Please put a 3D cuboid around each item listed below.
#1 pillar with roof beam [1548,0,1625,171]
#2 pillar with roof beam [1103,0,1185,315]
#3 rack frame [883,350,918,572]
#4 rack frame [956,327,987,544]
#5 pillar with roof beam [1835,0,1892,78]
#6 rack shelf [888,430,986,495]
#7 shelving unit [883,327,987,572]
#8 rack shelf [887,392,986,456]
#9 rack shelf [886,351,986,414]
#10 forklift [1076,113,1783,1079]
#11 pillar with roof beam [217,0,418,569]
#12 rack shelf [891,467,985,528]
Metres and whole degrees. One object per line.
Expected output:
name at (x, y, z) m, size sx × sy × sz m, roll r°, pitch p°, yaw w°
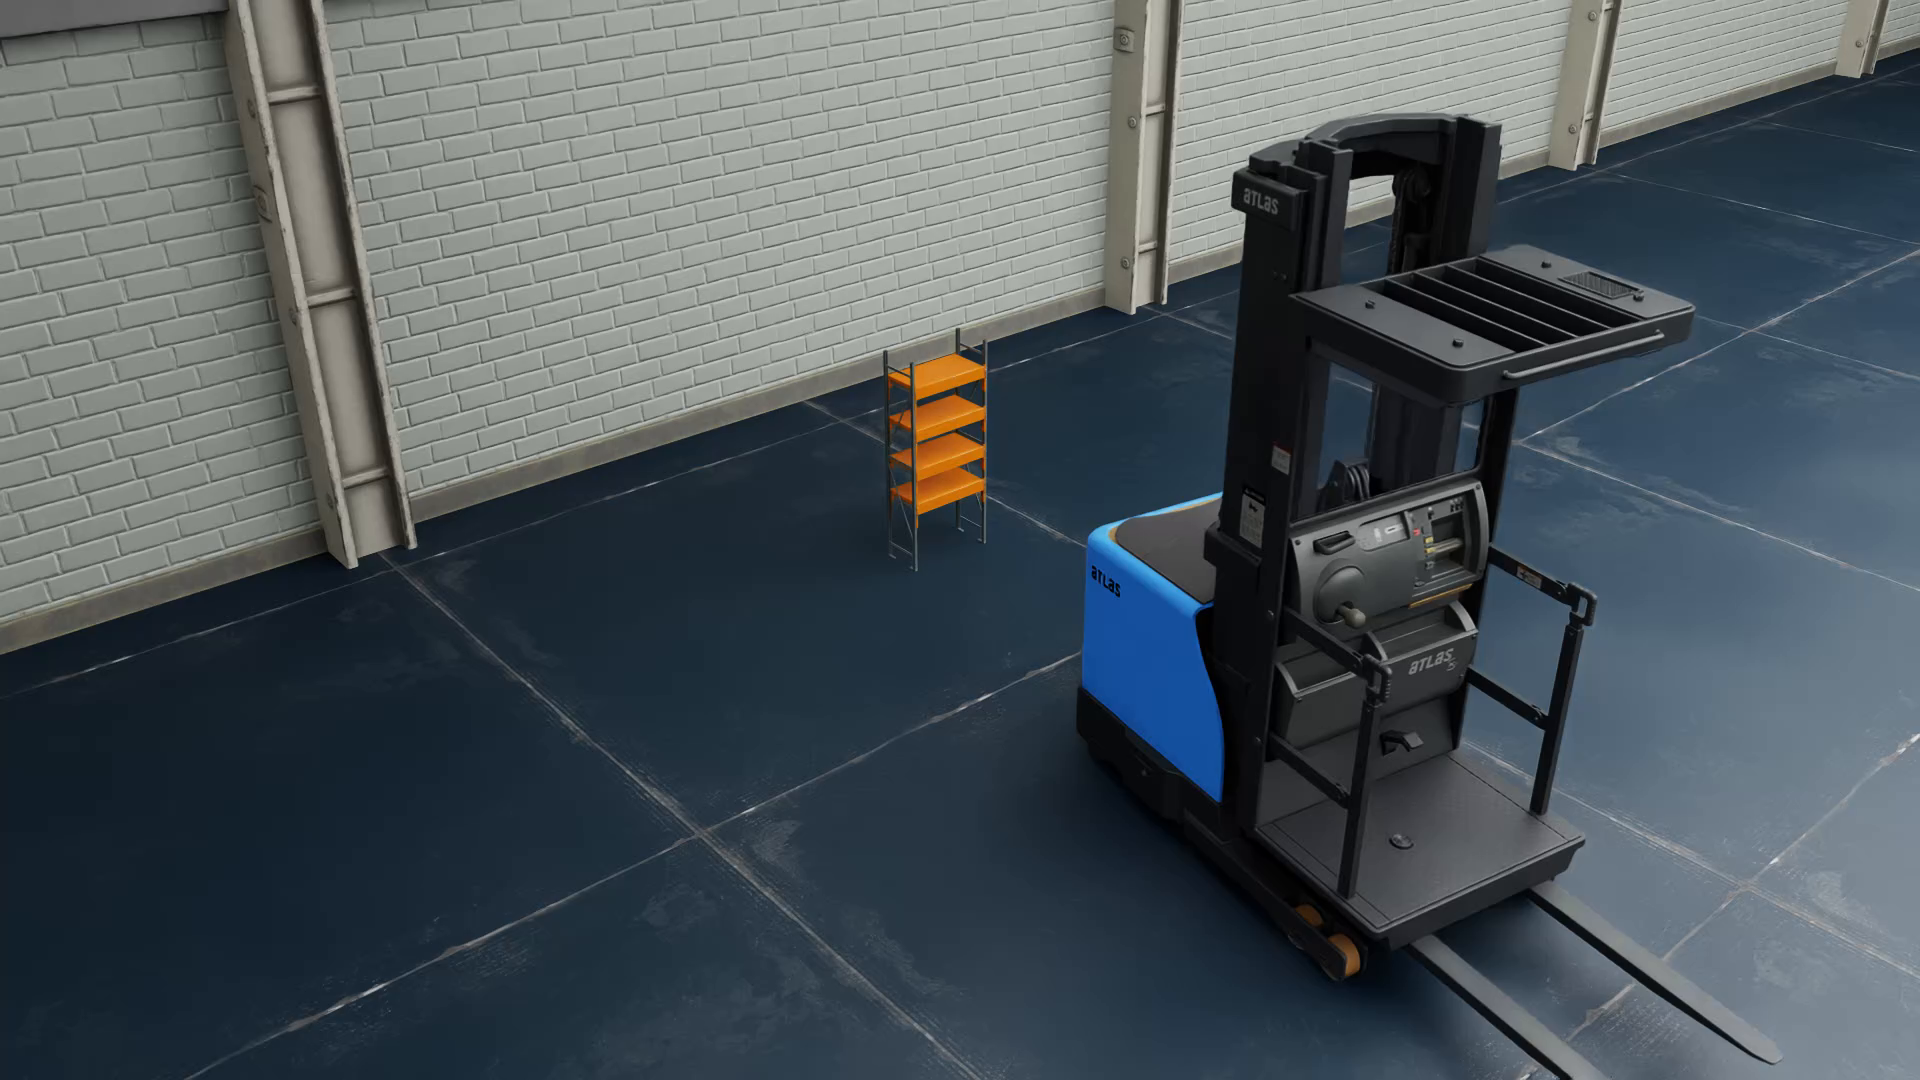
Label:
pillar with roof beam at (8.681, -6.054, 11.031) m, size 0.400 × 9.000 × 9.100 m, roll -22°, pitch 35°, yaw -35°
pillar with roof beam at (4.116, -4.219, 7.597) m, size 0.400 × 9.000 × 9.100 m, roll -22°, pitch 35°, yaw -35°
rack frame at (-0.312, -0.404, 8.733) m, size 0.015 × 1.200 × 0.240 m, roll -22°, pitch 35°, yaw -35°
rack frame at (0.060, -0.553, 9.012) m, size 0.015 × 1.200 × 0.240 m, roll -22°, pitch 35°, yaw -35°
pillar with roof beam at (13.245, -7.890, 14.466) m, size 0.400 × 9.000 × 9.100 m, roll -22°, pitch 35°, yaw -35°
rack shelf at (-0.126, -0.419, 8.904) m, size 0.480 × 0.148 × 0.258 m, roll -22°, pitch 35°, yaw -35°
shelving unit at (-0.126, -0.479, 8.872) m, size 0.503 × 1.200 × 0.258 m, roll -22°, pitch 35°, yaw -35°
rack shelf at (-0.126, -0.616, 8.799) m, size 0.480 × 0.148 × 0.258 m, roll -22°, pitch 35°, yaw -35°
rack shelf at (-0.126, -0.825, 8.687) m, size 0.480 × 0.148 × 0.258 m, roll -22°, pitch 35°, yaw -35°
forklift at (1.700, 0.094, 5.965) m, size 1.130 × 2.935 × 3.031 m, roll -15°, pitch 32°, yaw -26°
pillar with roof beam at (-0.448, -2.383, 4.162) m, size 0.400 × 9.000 × 9.100 m, roll -22°, pitch 35°, yaw -35°
rack shelf at (-0.126, -0.244, 8.998) m, size 0.480 × 0.148 × 0.258 m, roll -22°, pitch 35°, yaw -35°
